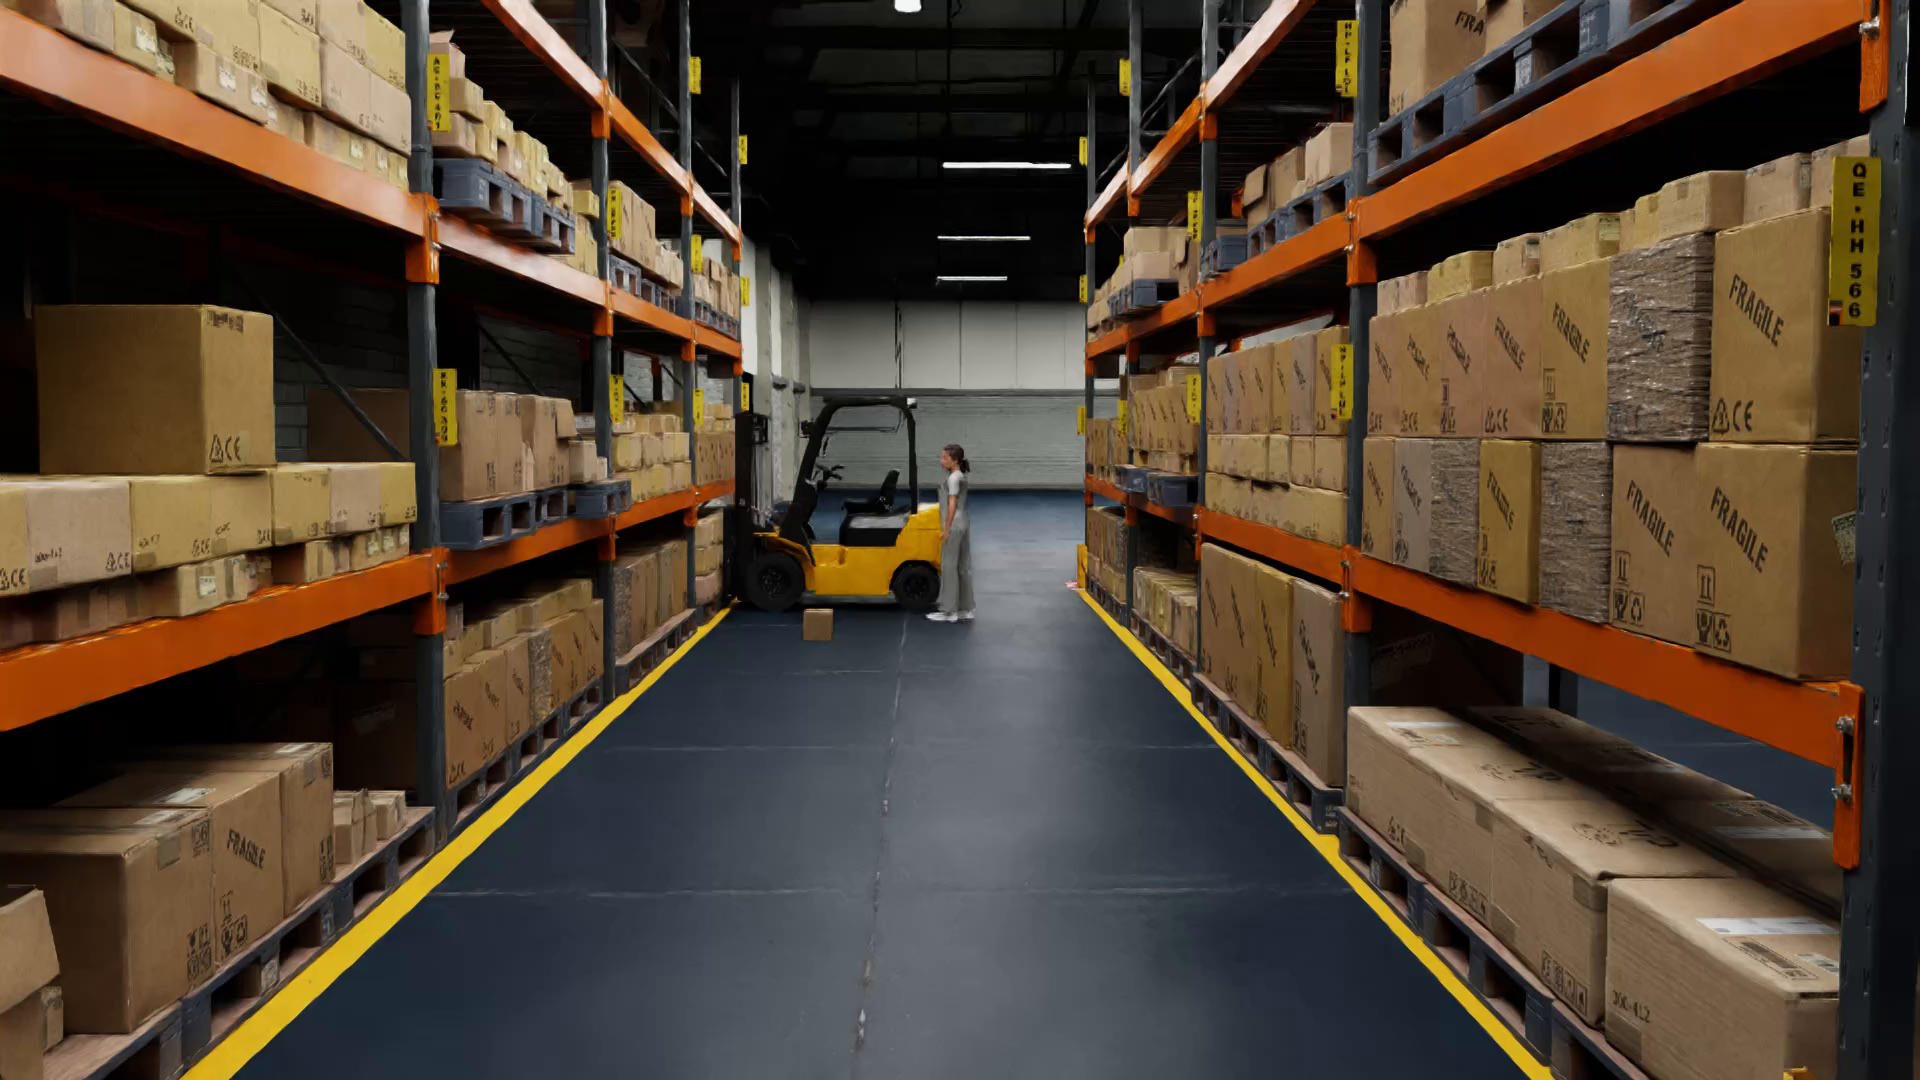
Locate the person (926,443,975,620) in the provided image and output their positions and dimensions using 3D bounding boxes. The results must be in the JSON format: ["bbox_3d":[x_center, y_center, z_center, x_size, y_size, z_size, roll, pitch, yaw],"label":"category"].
[{"bbox_3d":[-0.076,-0.080,15.789,0.412,1.674,0.537,1,4,13],"label":"person"}]
